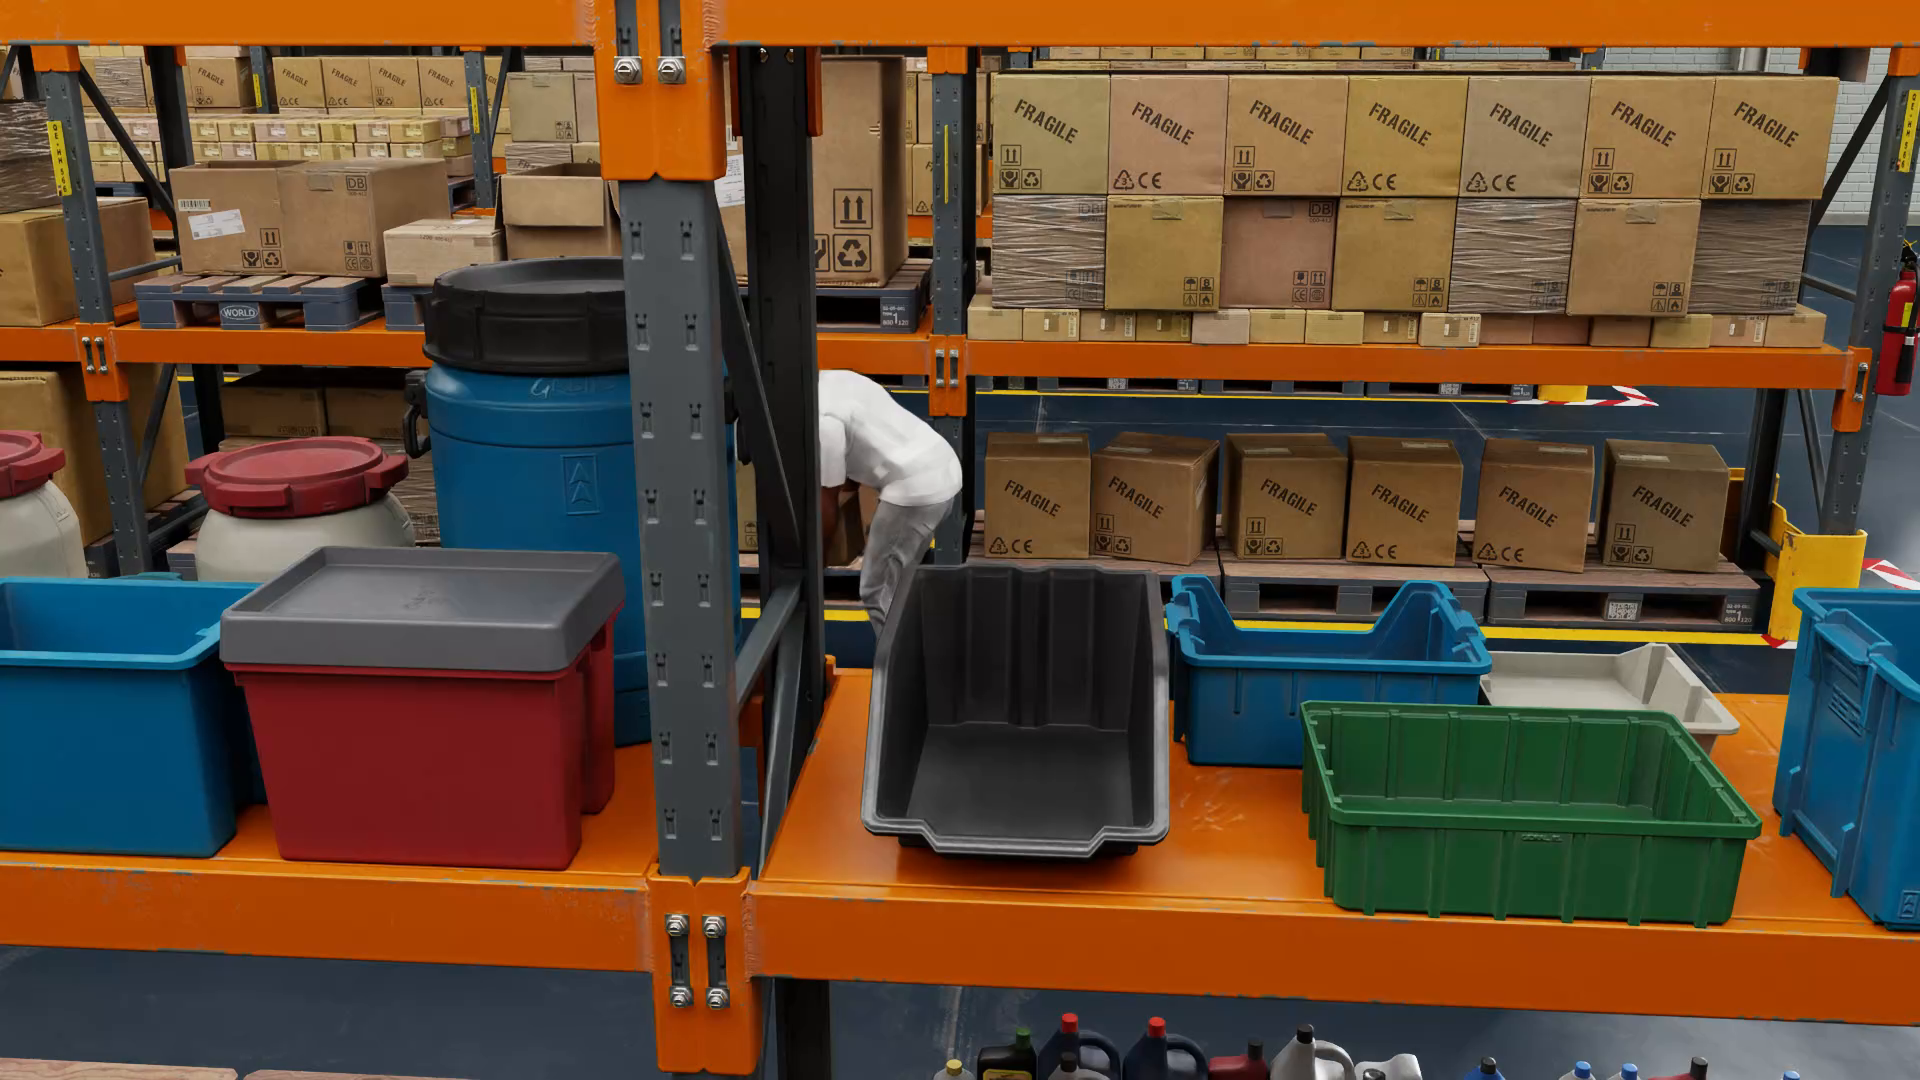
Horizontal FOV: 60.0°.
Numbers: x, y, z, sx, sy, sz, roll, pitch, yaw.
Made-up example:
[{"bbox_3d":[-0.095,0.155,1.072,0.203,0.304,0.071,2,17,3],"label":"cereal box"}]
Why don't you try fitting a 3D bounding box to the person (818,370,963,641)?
[{"bbox_3d":[-0.420,-0.085,6.741,0.843,1.489,0.476,5,18,16],"label":"person"}]
